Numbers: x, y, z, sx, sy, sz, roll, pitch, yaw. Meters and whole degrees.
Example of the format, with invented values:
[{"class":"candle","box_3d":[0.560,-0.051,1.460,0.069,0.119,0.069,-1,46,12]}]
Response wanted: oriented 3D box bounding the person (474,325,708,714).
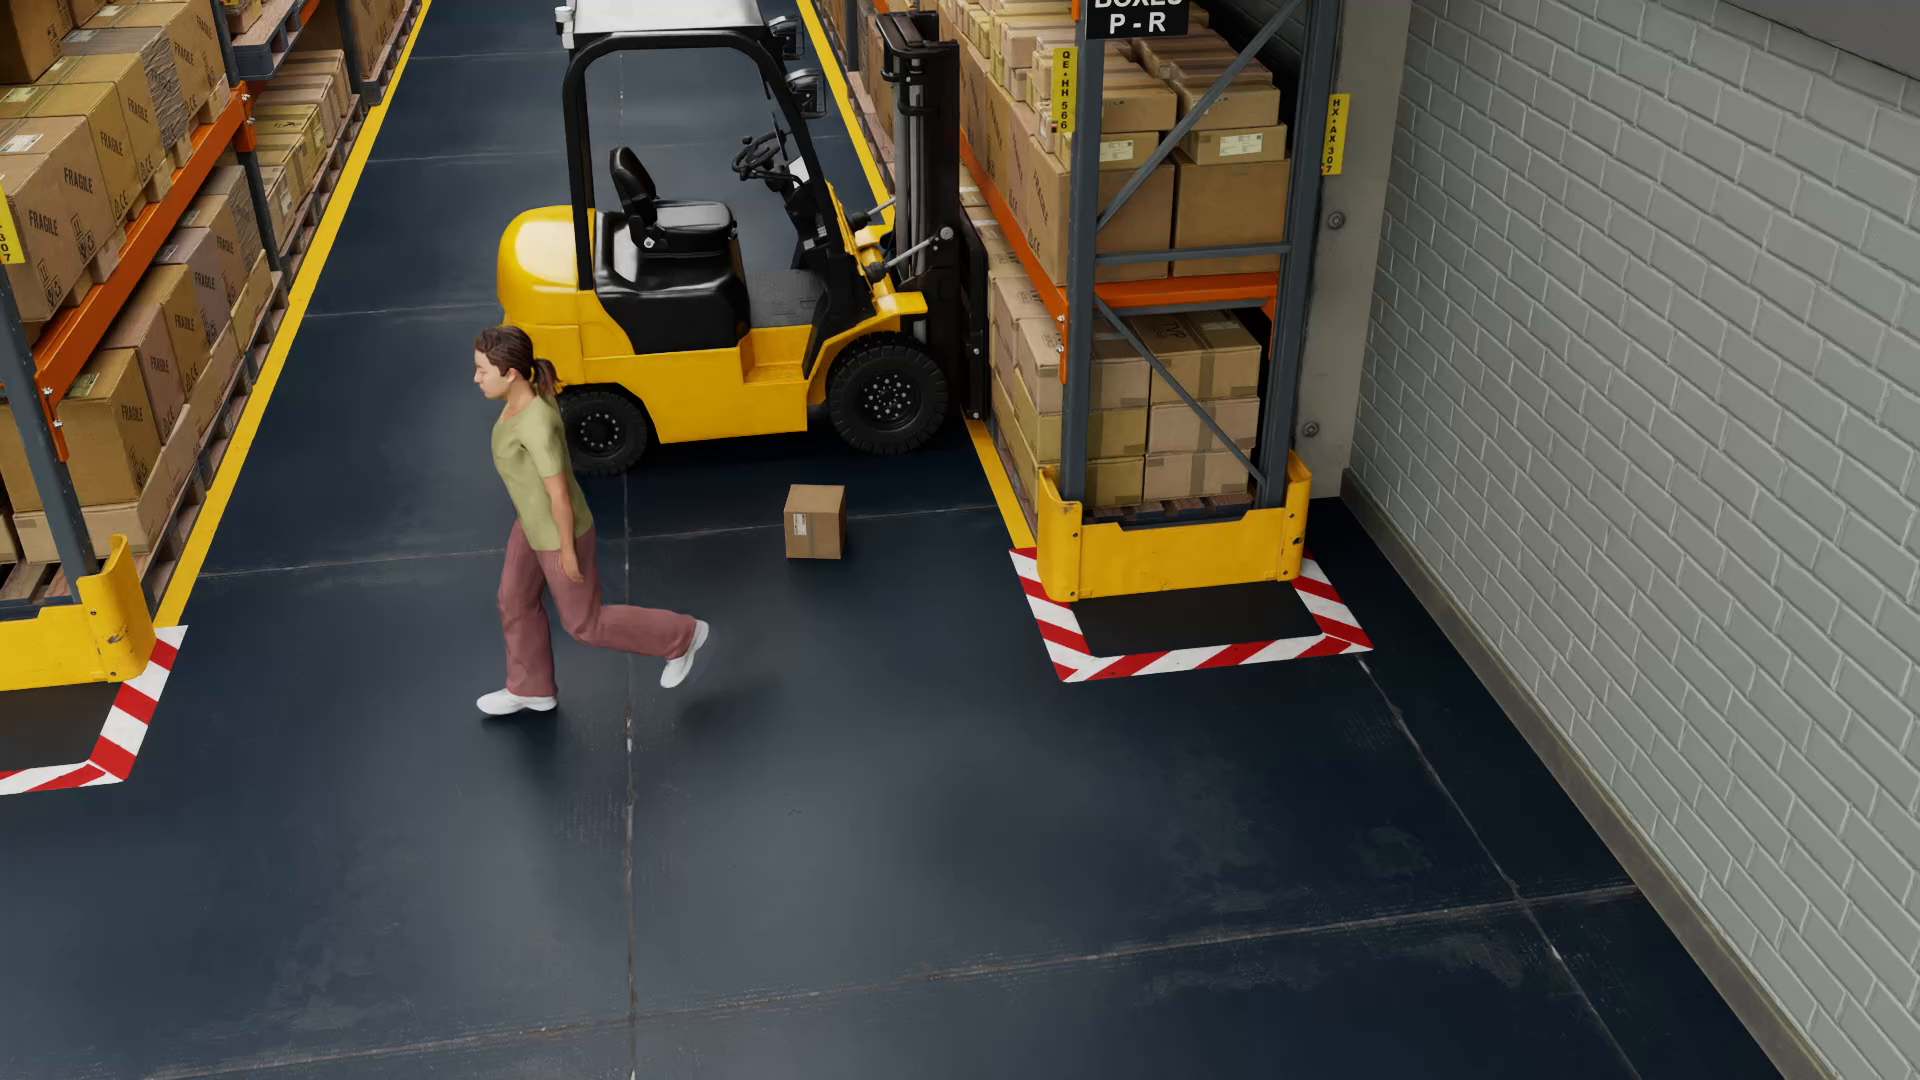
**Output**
[{"class":"person","box_3d":[-1.444,-0.054,6.229,0.912,1.633,0.453,-12,33,-19]}]
